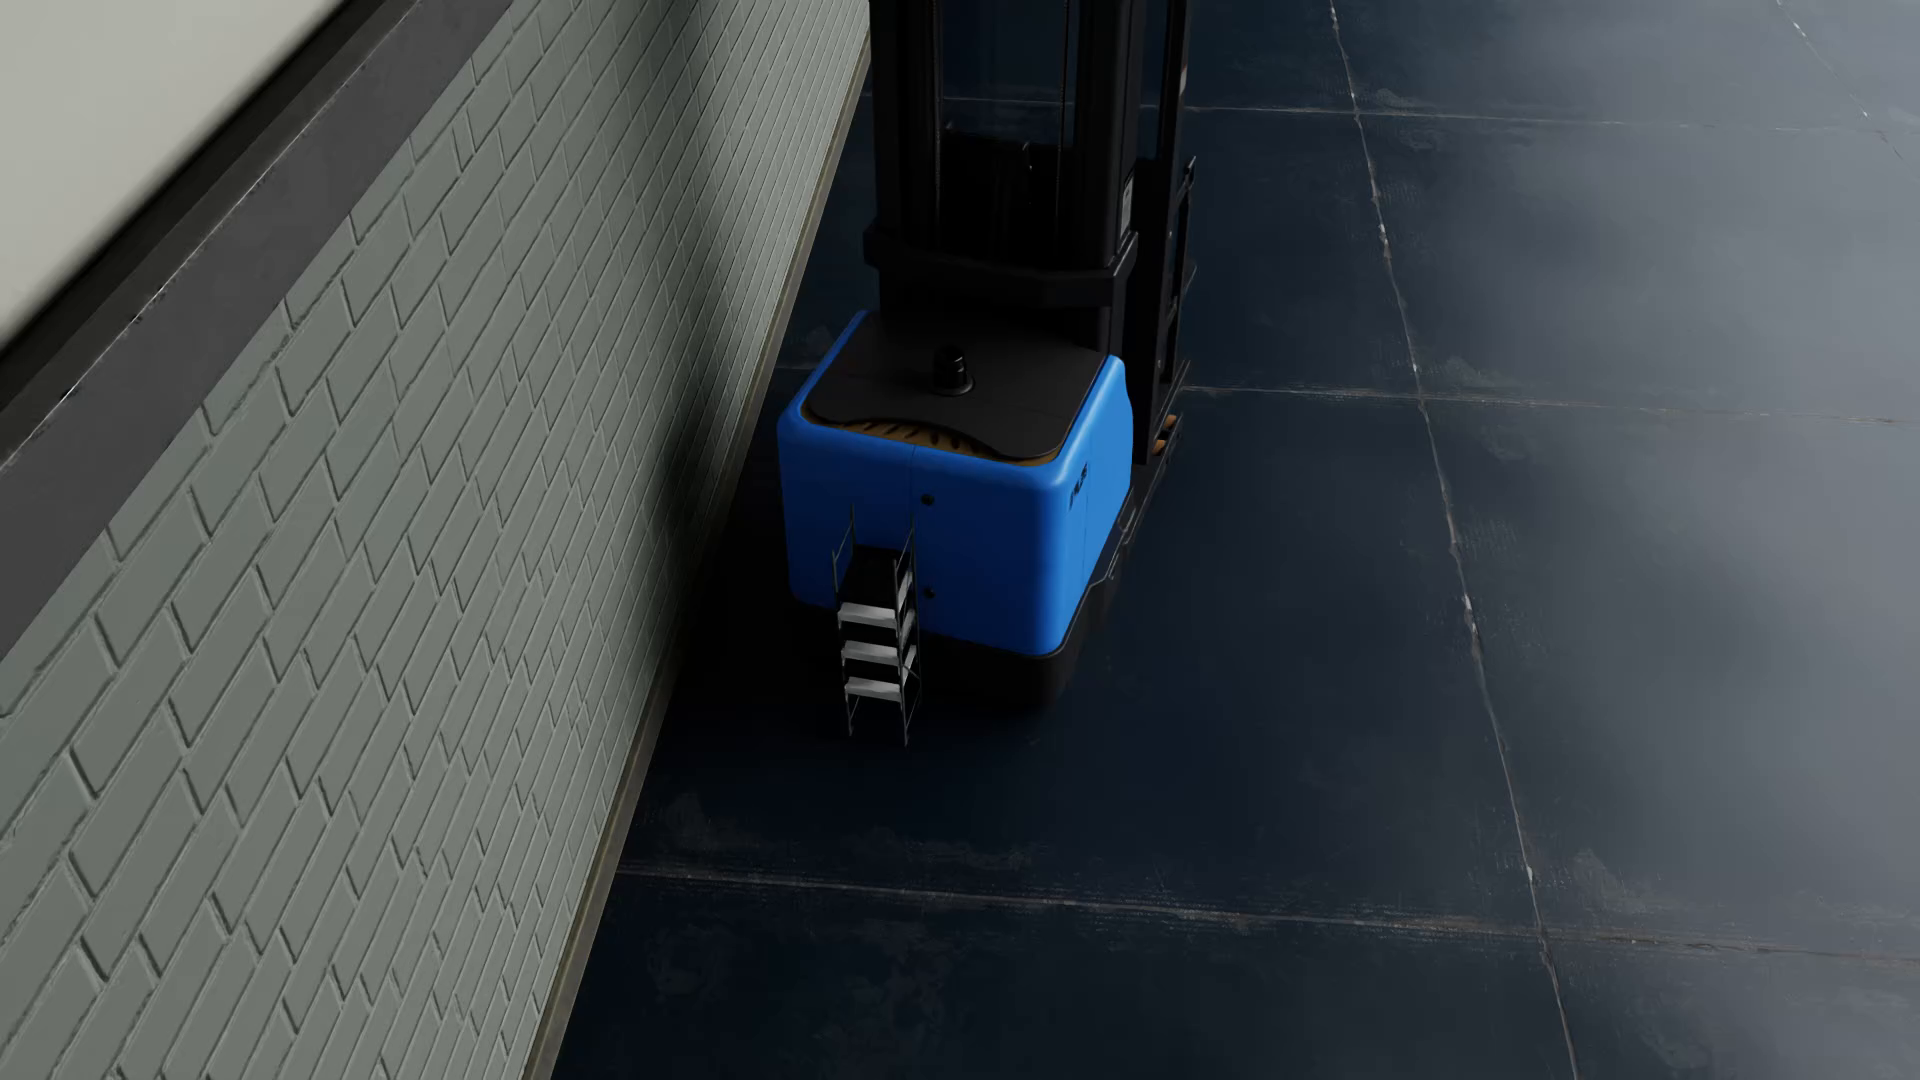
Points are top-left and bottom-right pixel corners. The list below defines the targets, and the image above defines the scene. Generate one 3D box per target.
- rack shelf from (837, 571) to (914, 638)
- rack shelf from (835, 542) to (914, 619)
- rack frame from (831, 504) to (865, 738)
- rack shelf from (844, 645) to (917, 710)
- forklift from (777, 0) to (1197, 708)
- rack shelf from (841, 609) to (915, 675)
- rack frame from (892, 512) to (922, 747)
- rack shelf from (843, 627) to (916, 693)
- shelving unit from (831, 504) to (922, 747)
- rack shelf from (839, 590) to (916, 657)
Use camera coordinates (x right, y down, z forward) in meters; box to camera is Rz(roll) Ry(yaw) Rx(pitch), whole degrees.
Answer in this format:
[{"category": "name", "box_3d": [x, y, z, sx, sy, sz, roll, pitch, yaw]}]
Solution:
[{"category": "rack shelf", "box_3d": [-0.276, 0.198, 5.548, 0.200, 0.077, 0.258, 8, 44, 10]}, {"category": "rack shelf", "box_3d": [-0.278, 0.132, 5.487, 0.200, 0.077, 0.258, 8, 44, 10]}, {"category": "rack frame", "box_3d": [-0.373, 0.291, 5.666, 0.006, 0.900, 0.240, 8, 44, 10]}, {"category": "rack shelf", "box_3d": [-0.270, 0.461, 5.794, 0.200, 0.077, 0.258, 8, 44, 10]}, {"category": "forklift", "box_3d": [0.329, -1.478, 6.244, 1.130, 2.935, 3.031, 12, 41, 15]}, {"category": "rack shelf", "box_3d": [-0.273, 0.330, 5.671, 0.200, 0.077, 0.258, 8, 44, 10]}, {"category": "rack frame", "box_3d": [-0.175, 0.320, 5.630, 0.006, 0.900, 0.240, 8, 44, 10]}, {"category": "rack shelf", "box_3d": [-0.272, 0.395, 5.732, 0.200, 0.077, 0.258, 8, 44, 10]}, {"category": "shelving unit", "box_3d": [-0.274, 0.305, 5.648, 0.210, 0.900, 0.258, 8, 44, 10]}, {"category": "rack shelf", "box_3d": [-0.275, 0.264, 5.610, 0.200, 0.077, 0.258, 8, 44, 10]}]
